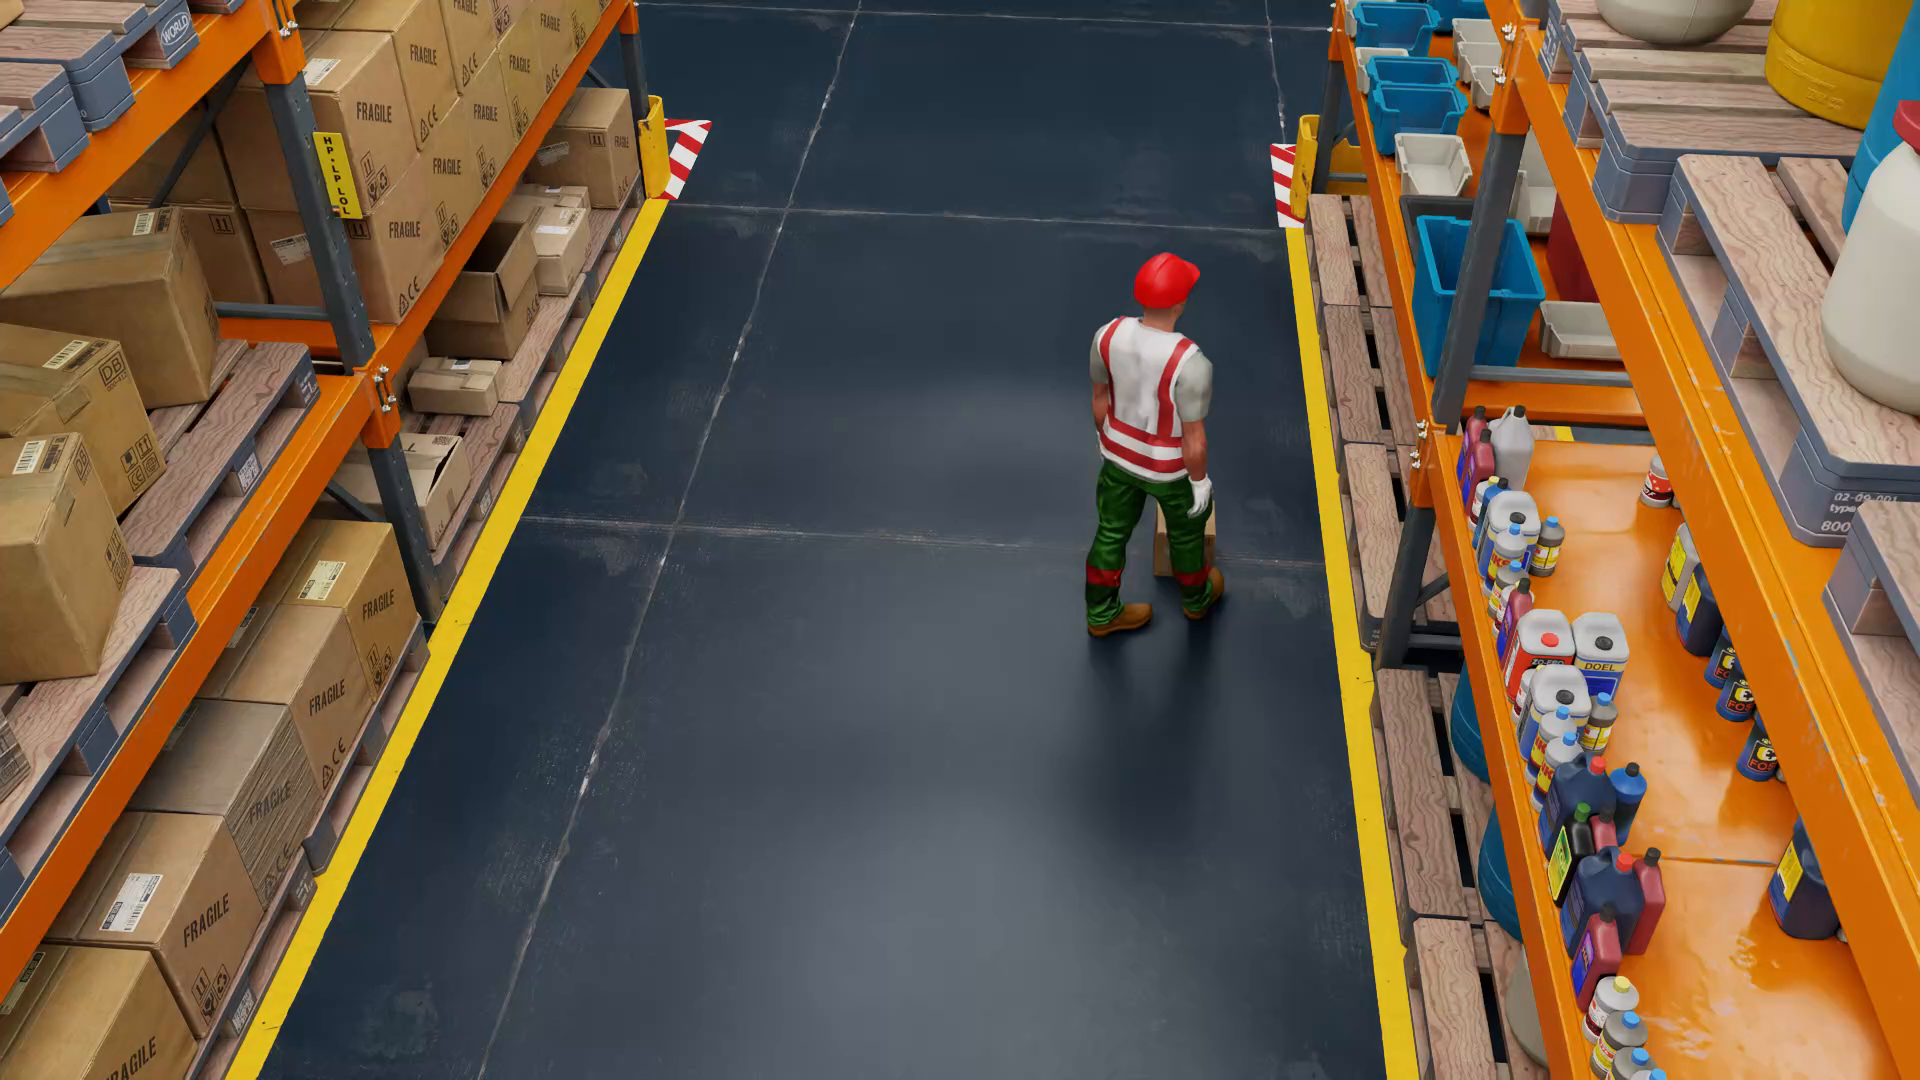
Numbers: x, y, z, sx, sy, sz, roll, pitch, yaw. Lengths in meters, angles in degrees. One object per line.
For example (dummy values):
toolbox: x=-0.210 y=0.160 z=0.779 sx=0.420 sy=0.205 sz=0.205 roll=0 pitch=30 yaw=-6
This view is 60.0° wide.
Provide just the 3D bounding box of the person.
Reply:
person: x=0.840 y=-0.391 z=6.600 sx=0.551 sy=1.786 sz=0.633 roll=27 pitch=47 yaw=28
